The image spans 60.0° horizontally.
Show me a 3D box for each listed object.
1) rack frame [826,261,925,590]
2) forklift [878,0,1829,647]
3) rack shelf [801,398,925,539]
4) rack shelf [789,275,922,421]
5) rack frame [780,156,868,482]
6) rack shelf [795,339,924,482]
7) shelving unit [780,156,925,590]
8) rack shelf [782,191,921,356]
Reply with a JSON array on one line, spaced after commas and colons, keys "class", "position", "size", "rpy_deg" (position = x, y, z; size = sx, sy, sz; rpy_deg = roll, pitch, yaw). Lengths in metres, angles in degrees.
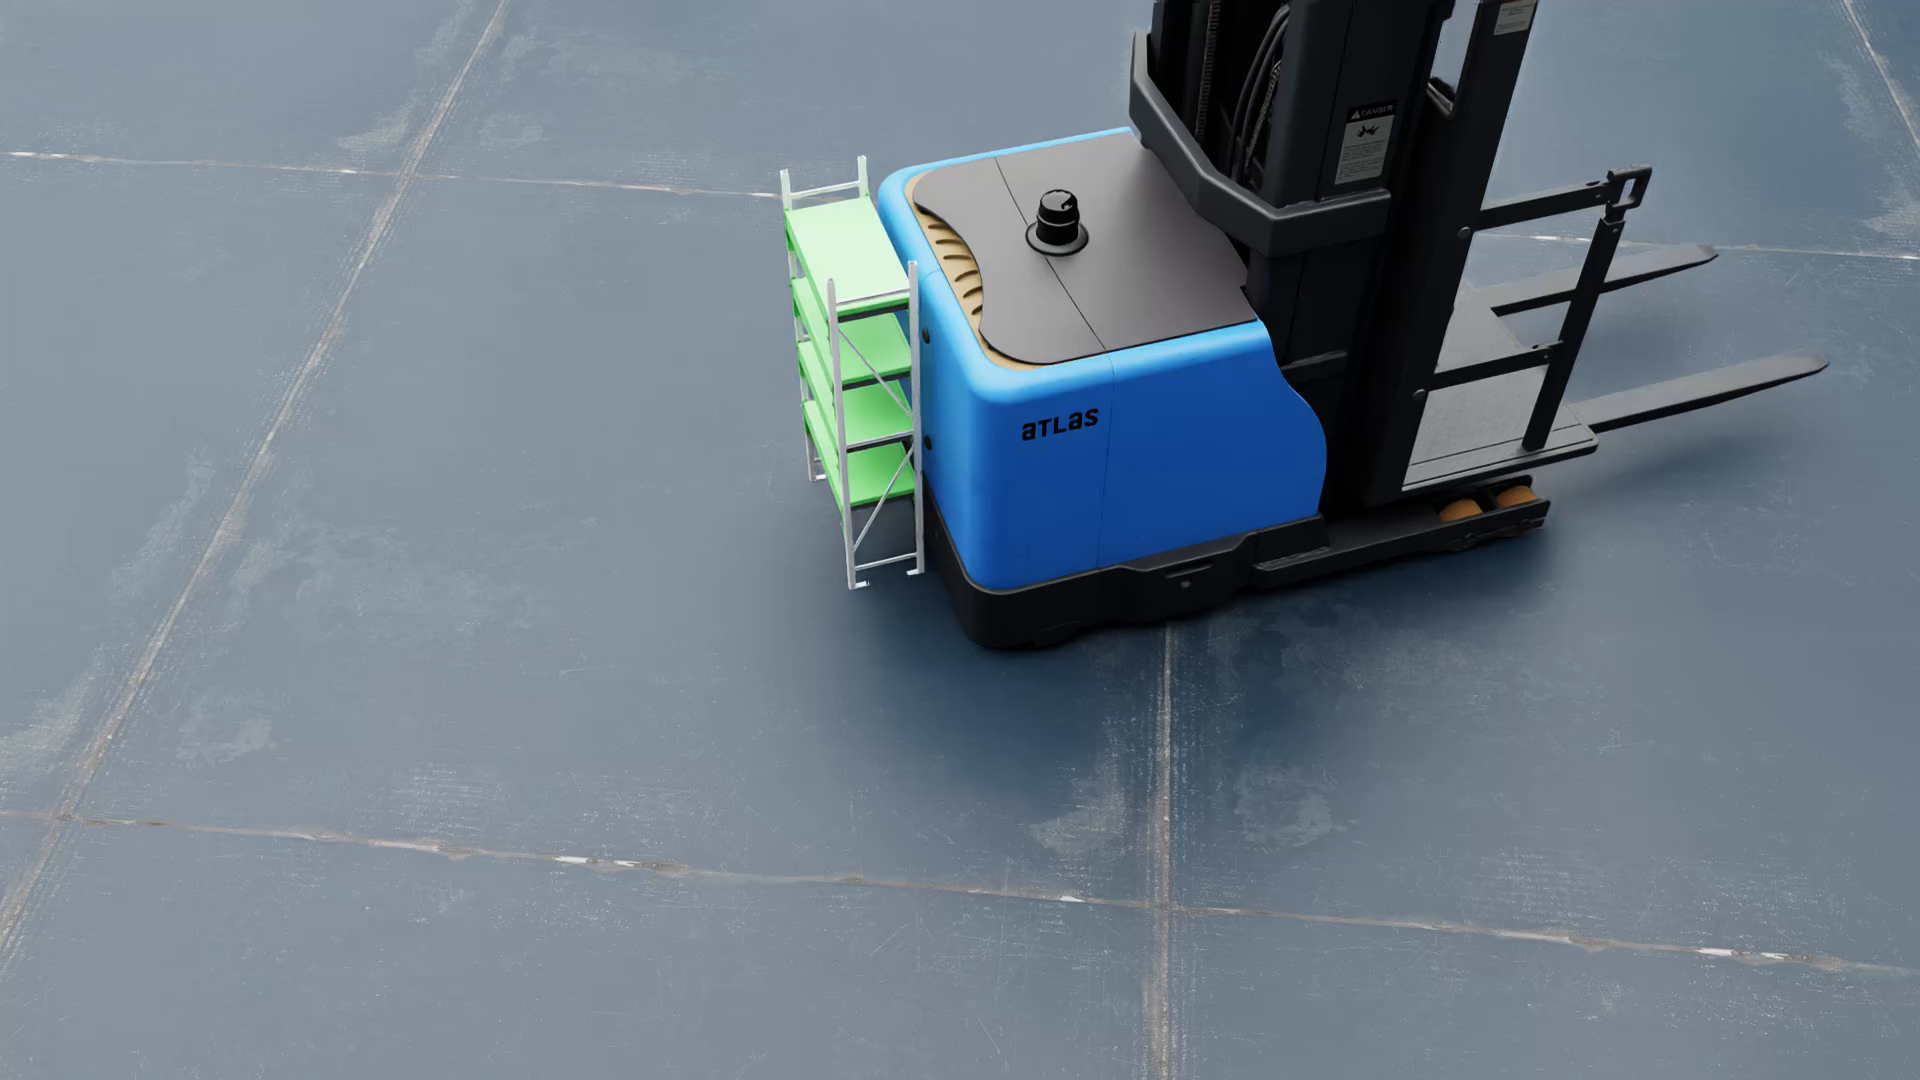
[{"class": "rack frame", "position": [-0.226, -0.283, 4.695], "size": [0.240, 1.200, 0.015], "rpy_deg": [-13, 49, -12]}, {"class": "forklift", "position": [1.326, -1.315, 4.466], "size": [3.031, 2.935, 1.130], "rpy_deg": [-13, 49, -12]}, {"class": "rack shelf", "position": [-0.300, -0.249, 5.076], "size": [0.258, 0.148, 0.480], "rpy_deg": [-13, 49, -12]}, {"class": "rack shelf", "position": [-0.300, -0.573, 4.722], "size": [0.258, 0.148, 0.480], "rpy_deg": [-13, 49, -12]}, {"class": "rack frame", "position": [-0.375, -0.626, 5.009], "size": [0.240, 1.200, 0.015], "rpy_deg": [-13, 49, -12]}, {"class": "rack shelf", "position": [-0.300, -0.411, 4.899], "size": [0.258, 0.148, 0.480], "rpy_deg": [-13, 49, -12]}, {"class": "shelving unit", "position": [-0.300, -0.454, 4.852], "size": [0.258, 1.200, 0.503], "rpy_deg": [-13, 49, -12]}, {"class": "rack shelf", "position": [-0.301, -0.735, 4.545], "size": [0.258, 0.148, 0.480], "rpy_deg": [-13, 49, -12]}]
